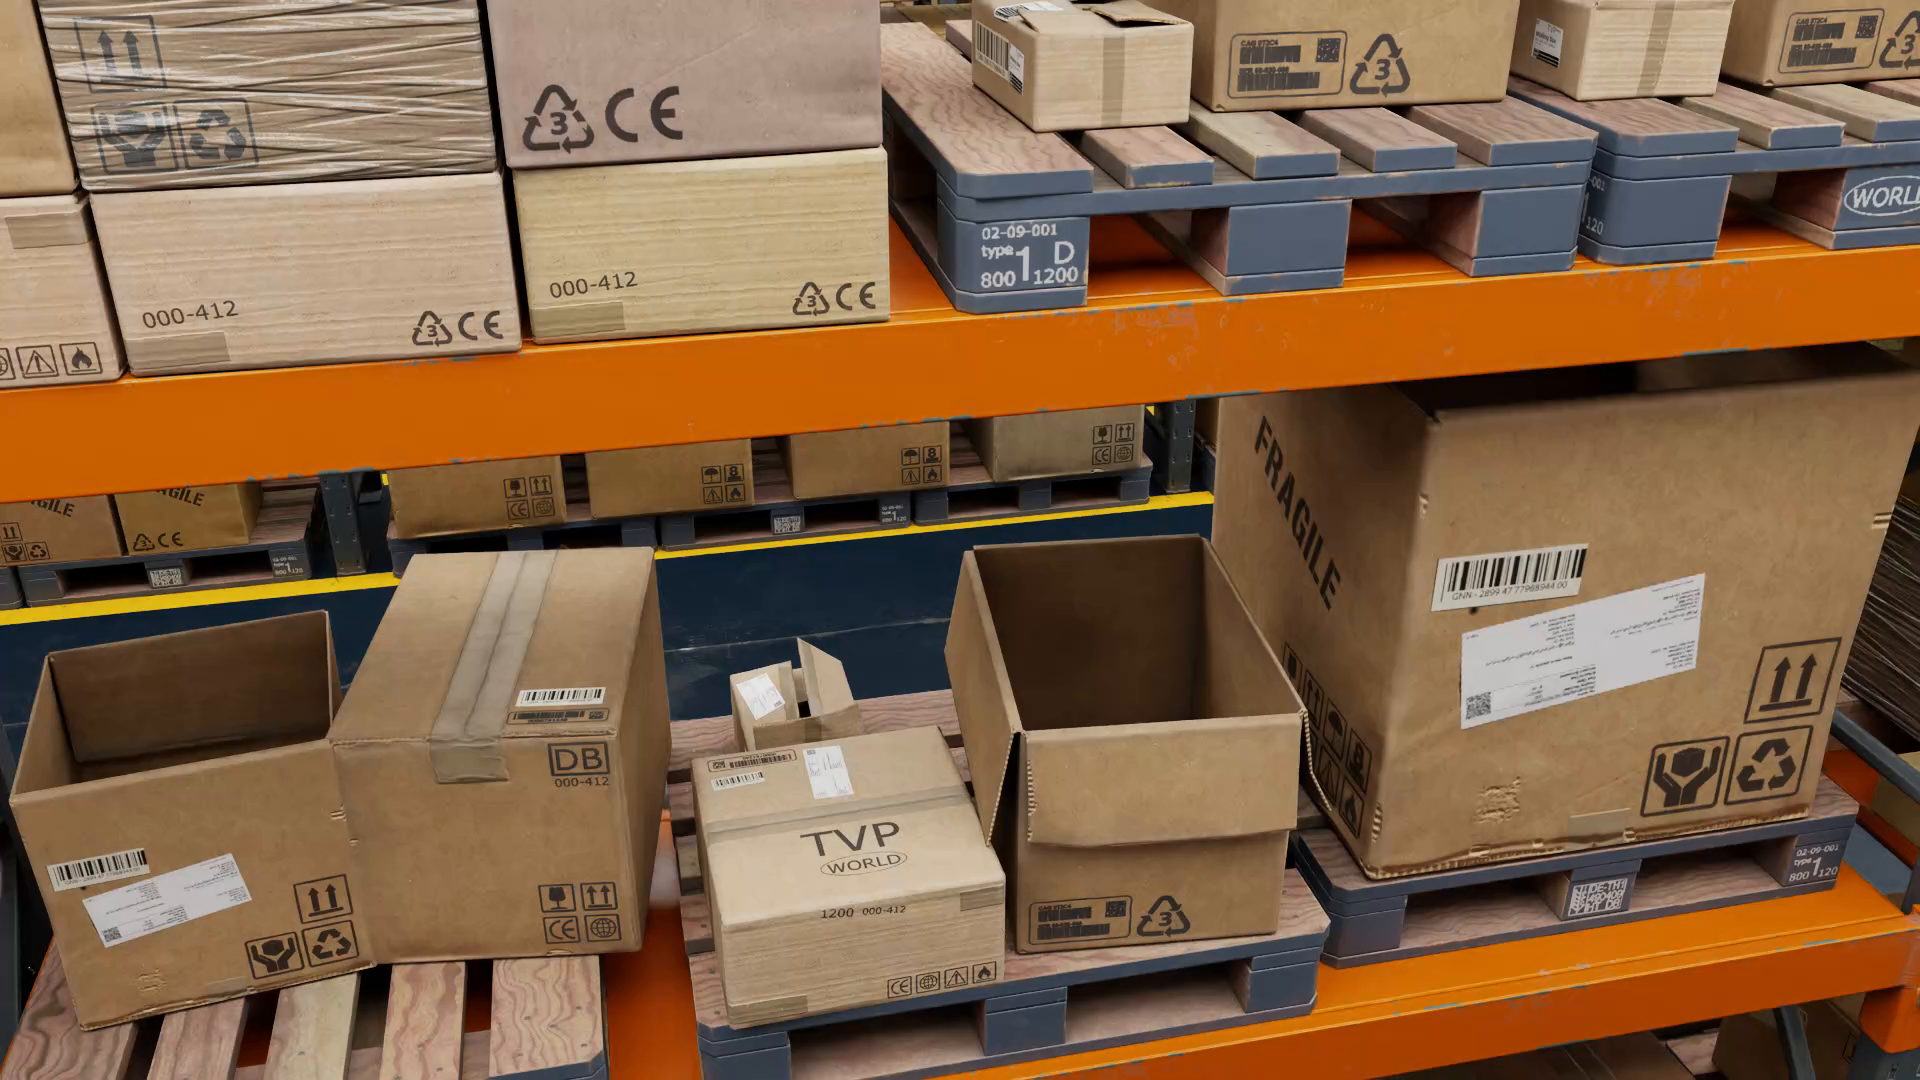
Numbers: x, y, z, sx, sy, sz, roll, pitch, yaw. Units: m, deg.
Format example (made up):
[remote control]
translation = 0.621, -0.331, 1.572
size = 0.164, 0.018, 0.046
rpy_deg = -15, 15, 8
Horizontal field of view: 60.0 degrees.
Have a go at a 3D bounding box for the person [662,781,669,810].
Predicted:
[person]
translation = -1.242, 0.787, 5.395
size = 0.794, 0.932, 0.485
rpy_deg = -6, 27, -12
